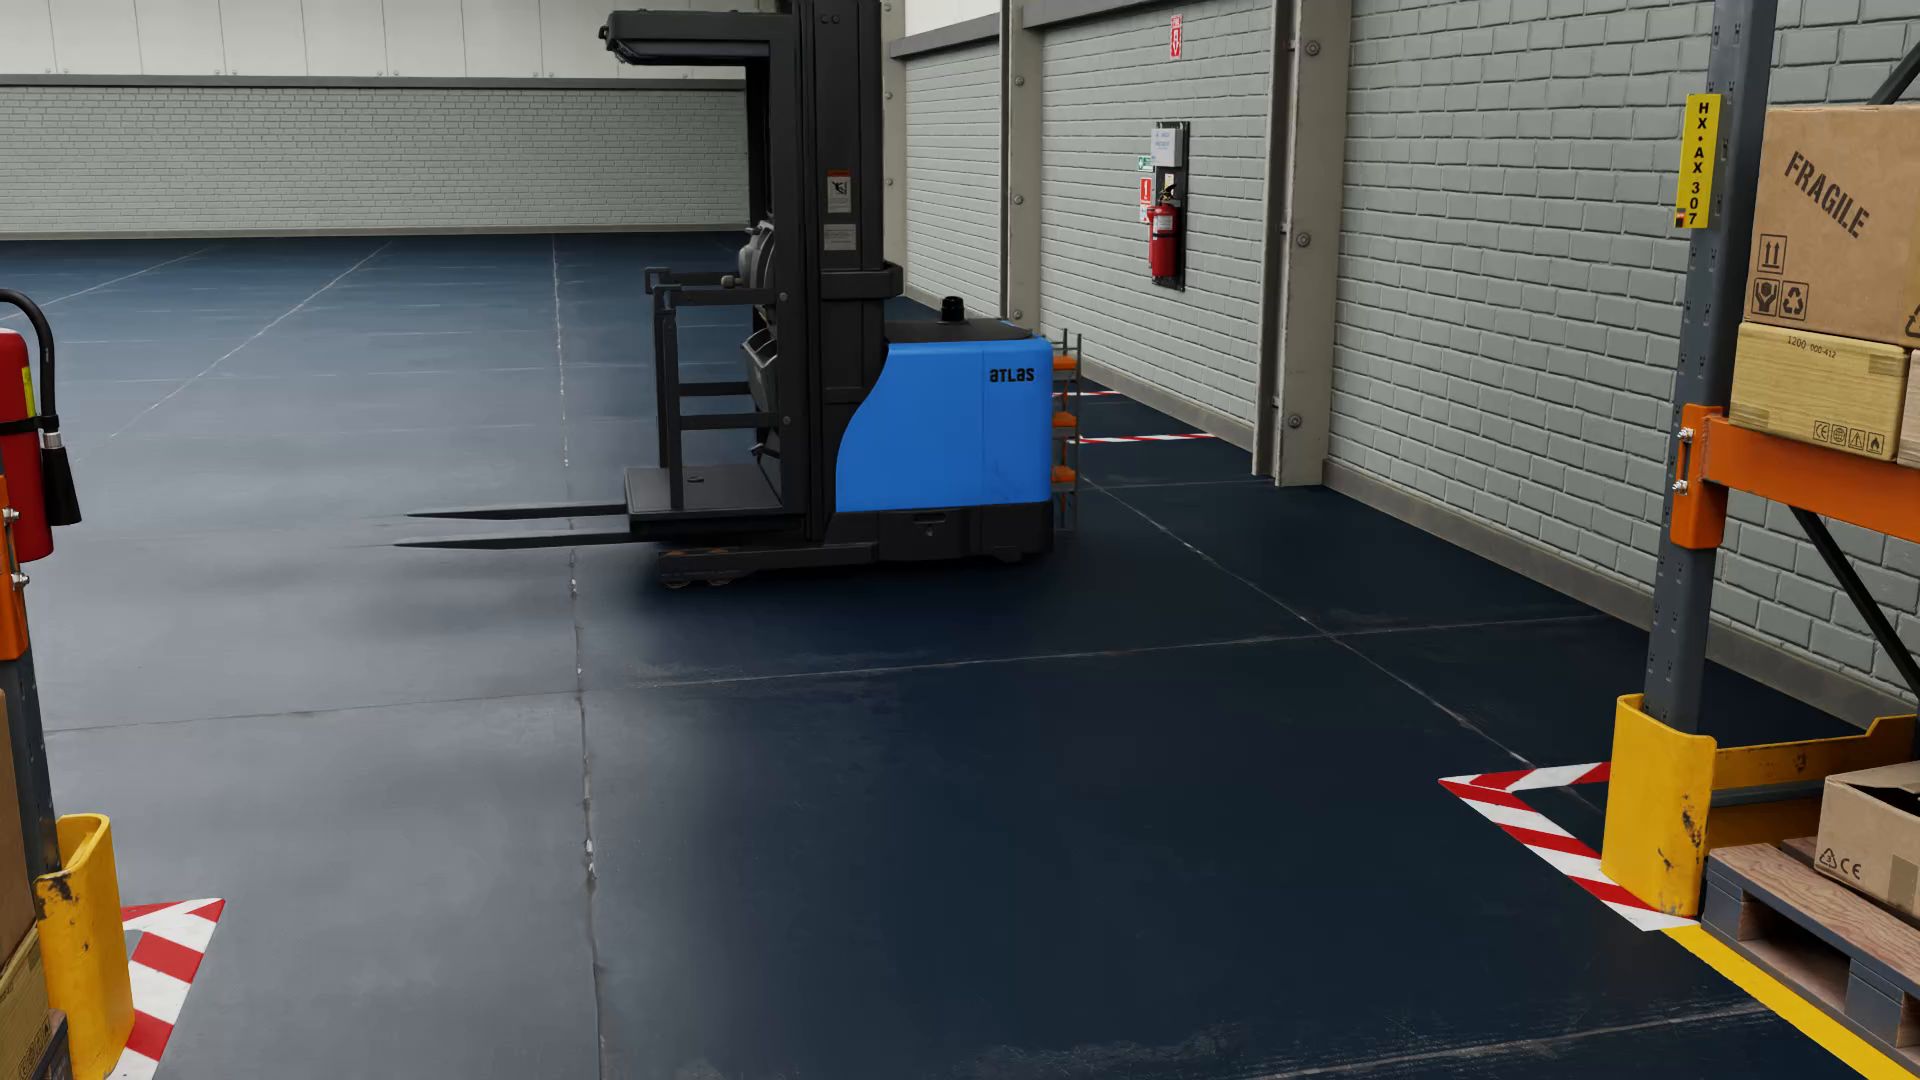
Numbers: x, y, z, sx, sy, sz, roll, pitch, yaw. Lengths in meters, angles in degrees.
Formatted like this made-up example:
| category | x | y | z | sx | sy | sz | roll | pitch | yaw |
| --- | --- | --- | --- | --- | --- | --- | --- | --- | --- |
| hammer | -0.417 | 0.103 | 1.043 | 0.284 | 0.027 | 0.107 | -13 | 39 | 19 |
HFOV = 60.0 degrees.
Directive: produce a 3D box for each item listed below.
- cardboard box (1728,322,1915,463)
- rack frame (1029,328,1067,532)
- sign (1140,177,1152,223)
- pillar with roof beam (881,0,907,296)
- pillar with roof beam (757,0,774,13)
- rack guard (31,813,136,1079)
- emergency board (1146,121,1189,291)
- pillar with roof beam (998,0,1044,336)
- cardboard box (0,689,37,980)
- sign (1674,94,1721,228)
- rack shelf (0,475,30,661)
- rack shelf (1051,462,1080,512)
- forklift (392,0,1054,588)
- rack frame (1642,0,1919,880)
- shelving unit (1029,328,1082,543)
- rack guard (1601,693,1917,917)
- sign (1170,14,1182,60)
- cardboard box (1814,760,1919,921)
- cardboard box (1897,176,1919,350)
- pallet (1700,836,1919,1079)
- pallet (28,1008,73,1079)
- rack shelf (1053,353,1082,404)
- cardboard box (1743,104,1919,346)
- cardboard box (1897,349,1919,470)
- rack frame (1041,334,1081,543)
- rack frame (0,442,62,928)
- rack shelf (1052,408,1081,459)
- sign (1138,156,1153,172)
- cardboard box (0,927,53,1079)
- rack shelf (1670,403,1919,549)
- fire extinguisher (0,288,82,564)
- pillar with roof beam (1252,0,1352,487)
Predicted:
| category | x | y | z | sx | sy | sz | roll | pitch | yaw |
| --- | --- | --- | --- | --- | --- | --- | --- | --- | --- |
| cardboard box | 2.173 | -0.359 | 3.851 | 0.500 | 0.250 | 0.500 | -4 | 14 | -15 |
| rack frame | 0.441 | -0.550 | 8.467 | 0.200 | 1.050 | 0.008 | -3 | 14 | -12 |
| sign | 1.390 | -2.546 | 12.454 | 0.001 | 0.329 | 0.234 | -3 | 14 | -13 |
| pillar with roof beam | -5.040 | -7.266 | 19.207 | 9.100 | 9.000 | 0.400 | -3 | 14 | -13 |
| pillar with roof beam | -7.858 | -10.034 | 30.539 | 9.100 | 9.000 | 0.400 | -3 | 14 | -13 |
| rack guard | -2.453 | 0.933 | 3.554 | 1.175 | 0.500 | 0.348 | -3 | 14 | -13 |
| emergency board | 1.420 | -2.396 | 11.913 | 0.194 | 1.169 | 0.643 | -3 | 14 | -13 |
| pillar with roof beam | -3.631 | -5.882 | 13.542 | 9.100 | 9.000 | 0.400 | -3 | 14 | -13 |
| cardboard box | -2.032 | 0.599 | 2.984 | 0.500 | 0.500 | 0.500 | -3 | 14 | -13 |
| sign | 1.840 | -0.943 | 4.142 | 0.100 | 0.325 | 0.005 | -3 | 14 | -13 |
| rack shelf | -1.978 | 0.535 | 1.432 | 1.077 | 0.370 | 4.000 | -3 | 14 | -13 |
| rack shelf | 0.468 | -0.242 | 8.420 | 0.215 | 0.259 | 0.240 | -3 | 14 | -12 |
| forklift | -1.124 | -1.343 | 7.749 | 3.031 | 2.935 | 1.130 | -3 | 14 | -12 |
| rack frame | 2.367 | -0.553 | 4.369 | 1.000 | 3.000 | 0.127 | -3 | 14 | -13 |
| shelving unit | 0.468 | -0.522 | 8.352 | 0.215 | 1.050 | 0.252 | -3 | 14 | -12 |
| rack guard | 2.385 | 0.679 | 4.593 | 1.175 | 0.500 | 0.348 | -3 | 14 | -13 |
| sign | 1.515 | -3.529 | 11.668 | 0.001 | 0.298 | 0.199 | -3 | 14 | -13 |
| cardboard box | 2.442 | 0.704 | 3.962 | 0.500 | 0.311 | 0.500 | -5 | 15 | -20 |
| cardboard box | 2.293 | -0.612 | 3.307 | 0.500 | 0.500 | 0.500 | -3 | 14 | -13 |
| pallet | 2.541 | 1.009 | 3.853 | 1.003 | 0.211 | 1.213 | -3 | 14 | -13 |
| pallet | -2.227 | 1.253 | 2.853 | 1.003 | 0.211 | 1.213 | -3 | 14 | -13 |
| rack shelf | 0.468 | -0.787 | 8.287 | 0.215 | 0.259 | 0.240 | -3 | 14 | -12 |
| cardboard box | 2.187 | -0.727 | 3.776 | 0.500 | 0.500 | 0.500 | -3 | 14 | -13 |
| cardboard box | 2.309 | -0.240 | 3.364 | 0.500 | 0.250 | 0.500 | -4 | 14 | -15 |
| rack frame | 0.495 | -0.494 | 8.236 | 0.200 | 1.050 | 0.008 | -3 | 14 | -12 |
| rack frame | -2.447 | -0.276 | 3.235 | 1.000 | 3.000 | 0.127 | -3 | 14 | -13 |
| rack shelf | 0.468 | -0.512 | 8.354 | 0.215 | 0.259 | 0.240 | -3 | 14 | -12 |
| sign | 1.383 | -2.802 | 12.385 | 0.001 | 0.109 | 0.331 | -3 | 14 | -13 |
| cardboard box | -2.034 | 0.963 | 3.072 | 0.500 | 0.250 | 0.500 | -3 | 14 | -13 |
| rack shelf | 2.837 | 0.258 | 2.565 | 1.077 | 0.370 | 4.000 | -3 | 14 | -13 |
| fire extinguisher | -2.024 | -0.291 | 3.462 | 0.296 | 0.674 | 0.183 | -3 | 14 | -13 |
| pillar with roof beam | -2.222 | -4.498 | 7.876 | 9.100 | 9.000 | 0.400 | -3 | 14 | -13 |
